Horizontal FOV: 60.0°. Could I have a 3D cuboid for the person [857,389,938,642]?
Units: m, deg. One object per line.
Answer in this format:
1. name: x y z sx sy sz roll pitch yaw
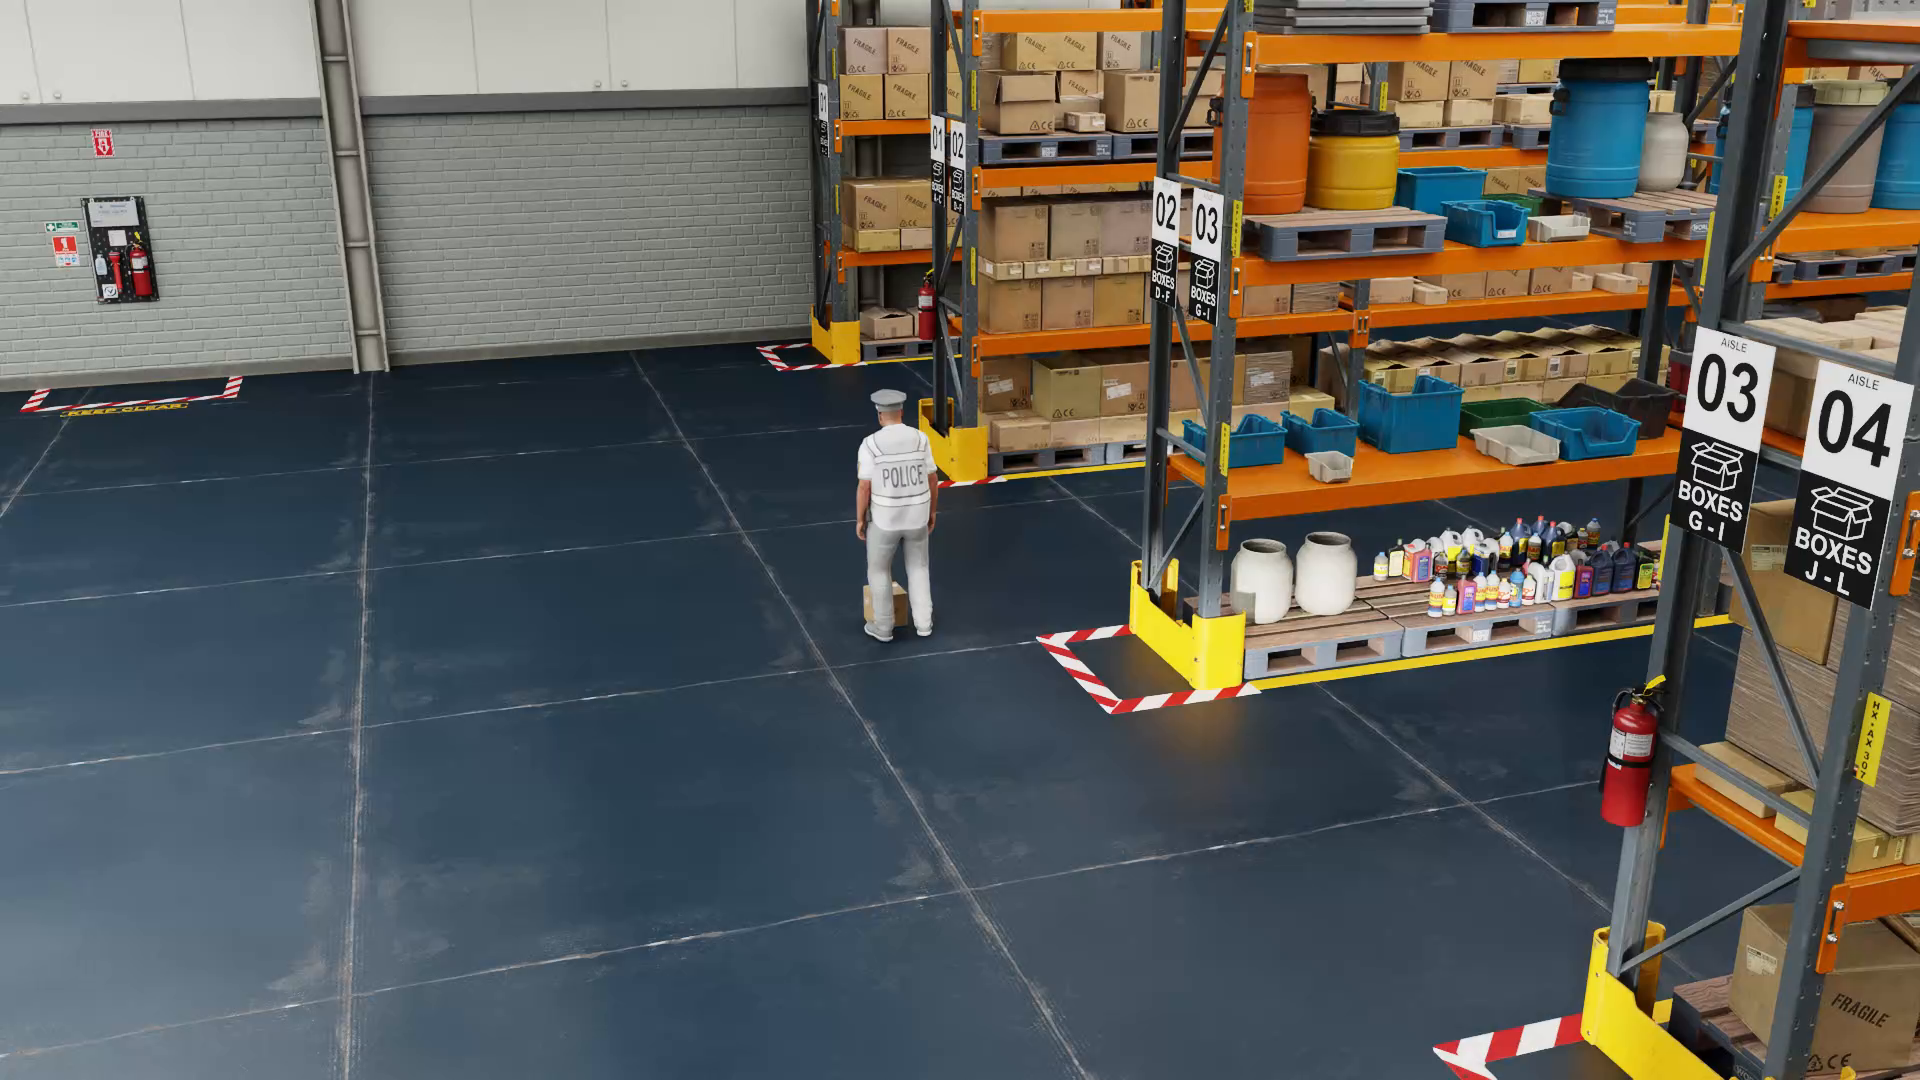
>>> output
1. person: -0.432 -0.152 11.494 0.584 1.747 0.436 -7 20 -18
